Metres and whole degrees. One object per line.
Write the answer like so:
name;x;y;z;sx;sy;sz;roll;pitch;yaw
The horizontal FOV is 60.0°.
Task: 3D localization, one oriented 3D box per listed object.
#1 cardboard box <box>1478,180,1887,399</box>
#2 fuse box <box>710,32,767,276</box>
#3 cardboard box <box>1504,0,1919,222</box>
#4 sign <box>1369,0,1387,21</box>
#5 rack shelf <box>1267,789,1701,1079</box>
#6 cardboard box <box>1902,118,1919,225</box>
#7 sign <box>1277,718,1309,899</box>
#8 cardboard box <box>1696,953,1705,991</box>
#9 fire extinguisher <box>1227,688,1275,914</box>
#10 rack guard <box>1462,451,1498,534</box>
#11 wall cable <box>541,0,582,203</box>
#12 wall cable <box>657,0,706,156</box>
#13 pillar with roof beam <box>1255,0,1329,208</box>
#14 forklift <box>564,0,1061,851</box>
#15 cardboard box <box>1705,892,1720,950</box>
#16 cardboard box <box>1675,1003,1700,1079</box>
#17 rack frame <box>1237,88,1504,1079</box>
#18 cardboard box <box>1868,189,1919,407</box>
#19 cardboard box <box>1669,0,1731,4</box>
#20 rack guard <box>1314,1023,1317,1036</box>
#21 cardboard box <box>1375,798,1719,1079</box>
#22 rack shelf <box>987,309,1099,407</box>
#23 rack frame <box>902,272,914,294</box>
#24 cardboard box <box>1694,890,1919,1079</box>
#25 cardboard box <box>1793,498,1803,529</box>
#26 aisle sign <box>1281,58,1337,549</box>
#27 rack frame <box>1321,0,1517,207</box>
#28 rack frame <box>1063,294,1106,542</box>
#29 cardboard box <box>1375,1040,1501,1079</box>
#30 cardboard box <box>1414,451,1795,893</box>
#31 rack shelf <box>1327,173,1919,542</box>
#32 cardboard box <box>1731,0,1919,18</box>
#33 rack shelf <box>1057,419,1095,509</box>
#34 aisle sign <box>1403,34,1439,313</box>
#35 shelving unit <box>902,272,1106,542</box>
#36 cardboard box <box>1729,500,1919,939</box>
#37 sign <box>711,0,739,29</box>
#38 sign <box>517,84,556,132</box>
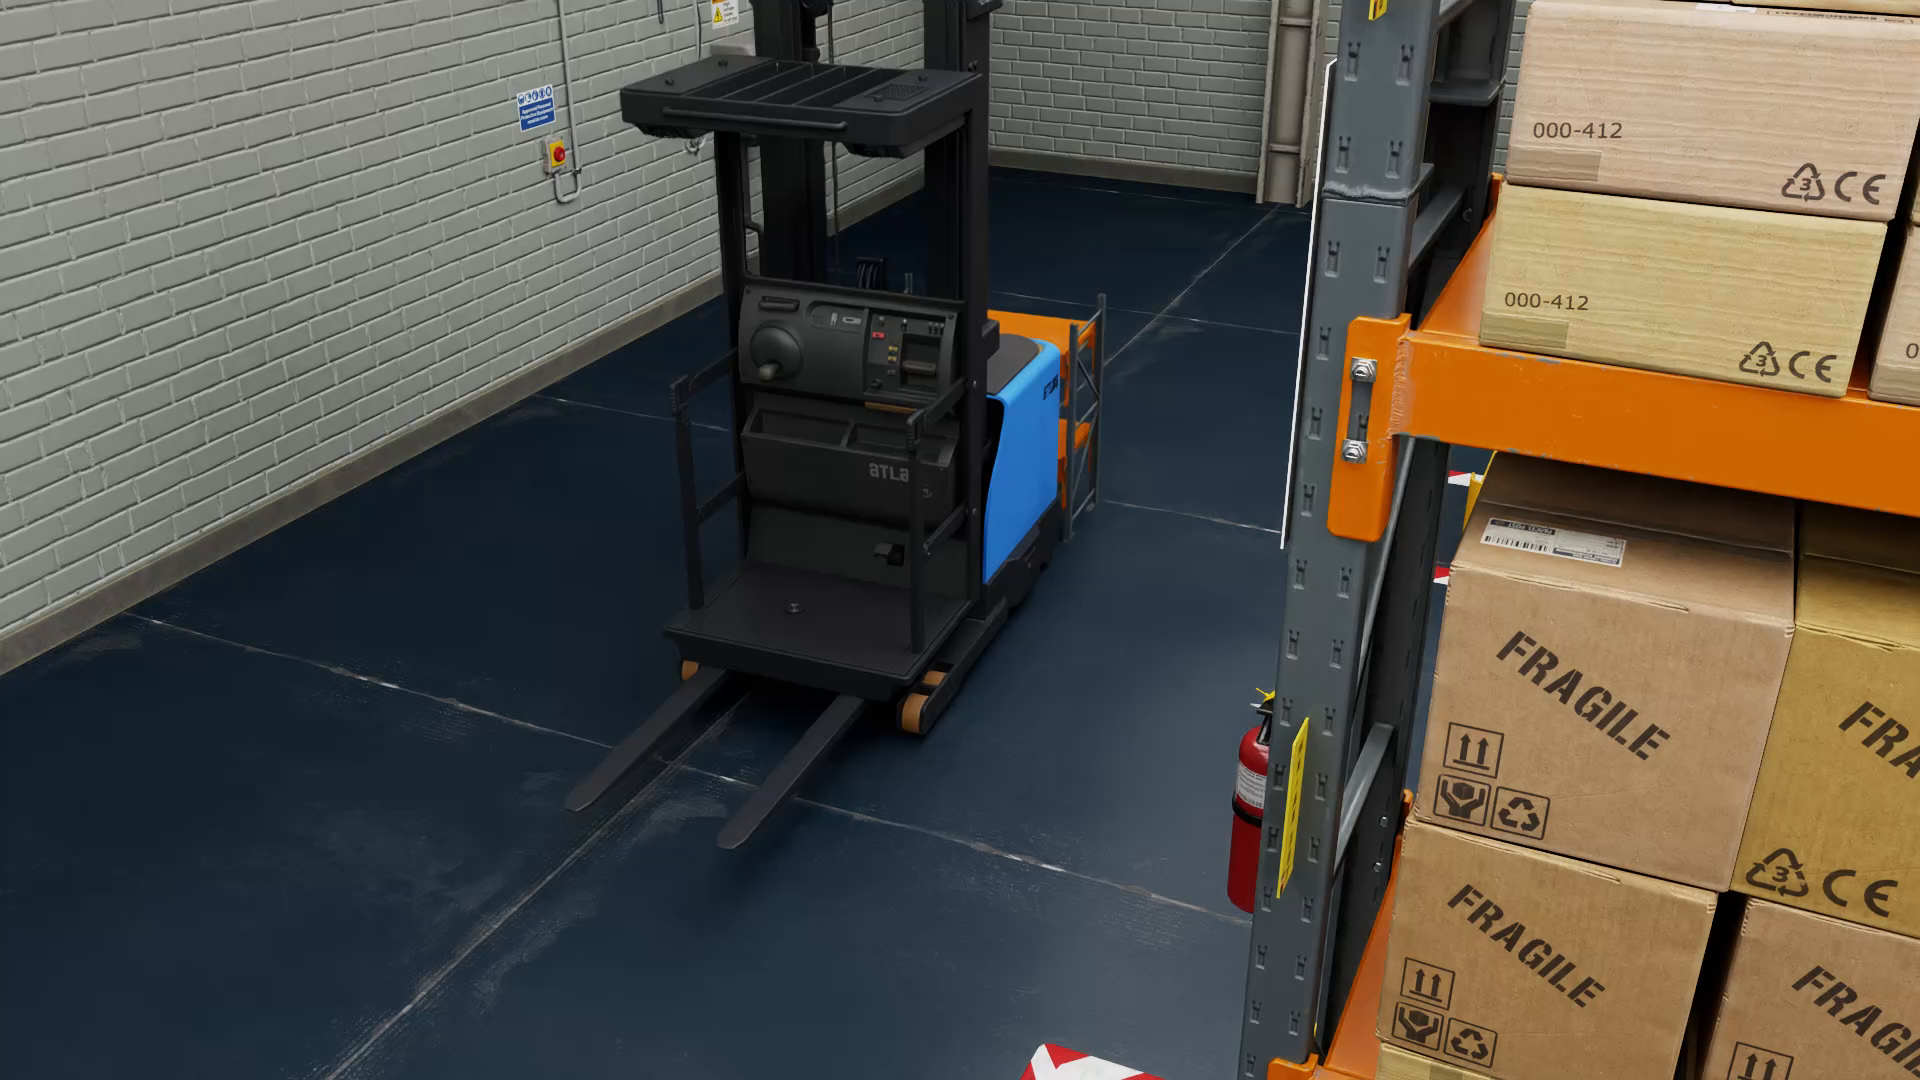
cardboard box;1.112;-0.452;2.547;0.500;0.250;0.500;12;29;24
fuse box;-1.375;-2.629;11.653;0.414;1.711;0.539;11;28;22
cardboard box;1.110;-0.675;2.433;0.500;0.250;0.500;12;29;23
sign;0.584;-0.878;2.253;0.005;0.325;0.100;11;28;22
rack shelf;2.629;1.330;2.968;4.000;0.370;1.077;11;28;22
cardboard box;1.576;-0.582;2.244;0.500;0.250;0.500;11;28;21
sign;0.584;0.471;2.917;0.005;0.325;0.100;11;28;22
cardboard box;1.668;0.800;3.513;0.250;0.149;0.380;11;28;21
fire extinguisher;0.770;0.612;4.122;0.183;0.674;0.296;11;28;22
rack guard;2.744;-0.251;8.193;0.348;0.500;1.175;11;28;22
wall cable;-2.377;-2.859;9.475;0.123;1.953;0.585;11;28;22
wall cable;-1.800;-3.417;10.645;0.122;1.984;0.588;11;28;22
pillar with roof beam;0.954;-5.180;8.583;0.400;9.000;9.100;11;28;22
forklift;-0.530;-0.744;6.443;1.130;2.935;3.031;10;28;19
cardboard box;1.791;0.538;3.312;0.500;0.500;0.500;11;28;21
cardboard box;1.439;1.046;3.015;0.250;0.149;0.380;11;28;20
rack frame;0.809;0.641;3.552;0.127;3.000;1.000;11;28;22
cardboard box;1.589;-0.354;2.348;0.500;0.250;0.500;12;29;23
cardboard box;1.009;-0.890;2.417;0.250;0.149;0.380;11;28;21
rack guard;0.878;1.777;4.076;0.348;0.500;1.175;11;28;22
cardboard box;1.103;0.656;3.072;0.500;0.500;0.500;13;29;24
rack shelf;0.137;-0.941;8.225;1.000;0.278;0.538;9;28;19
rack frame;-0.338;-0.758;8.515;0.032;1.125;0.500;9;28;19
cardboard box;1.601;0.744;2.894;0.500;0.500;0.500;11;28;22
cardboard box;1.328;-0.002;3.276;0.500;0.500;0.500;11;28;21
aisle sign;0.618;-0.418;2.760;0.004;0.787;0.394;11;28;22
rack frame;0.809;-2.050;2.227;0.127;3.000;1.000;11;28;22
rack frame;0.613;-0.599;8.192;0.032;1.125;0.500;9;28;19
cardboard box;0.968;0.945;3.219;0.250;0.149;0.380;11;28;21
cardboard box;1.108;0.203;2.860;0.500;0.500;0.500;11;28;21
rack shelf;2.629;-0.016;2.305;4.000;0.370;1.077;11;28;22
cardboard box;1.234;-0.836;2.308;0.250;0.149;0.380;13;29;24
rack shelf;0.137;-0.459;8.462;1.000;0.278;0.538;9;28;19
aisle sign;0.866;-0.659;3.250;0.004;0.787;0.394;11;28;22
shelving unit;0.137;-0.678;8.354;1.048;1.125;0.538;9;28;19
cardboard box;1.569;0.293;2.677;0.500;0.500;0.500;12;29;23
sign;-1.586;-3.593;11.218;0.001;0.242;0.339;11;28;22
sign;-2.453;-2.502;9.630;0.001;0.218;0.327;11;28;22
